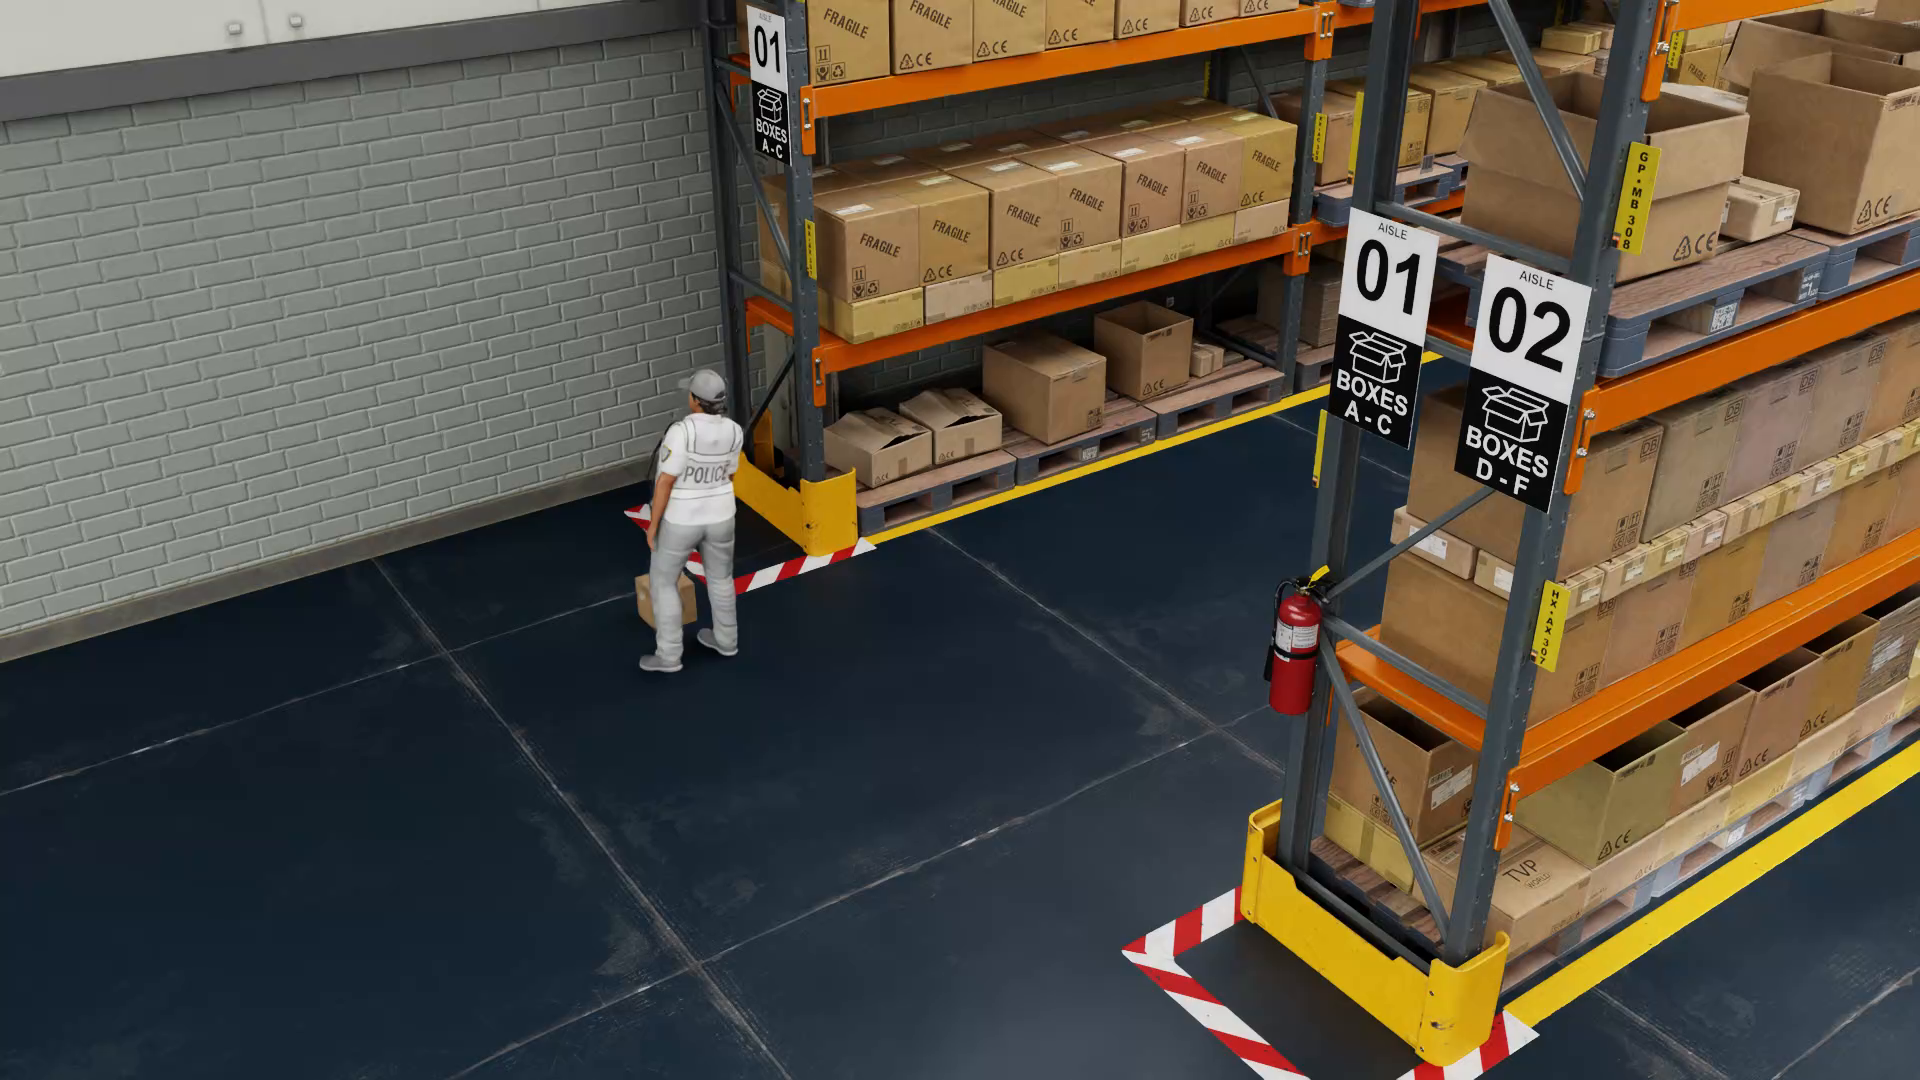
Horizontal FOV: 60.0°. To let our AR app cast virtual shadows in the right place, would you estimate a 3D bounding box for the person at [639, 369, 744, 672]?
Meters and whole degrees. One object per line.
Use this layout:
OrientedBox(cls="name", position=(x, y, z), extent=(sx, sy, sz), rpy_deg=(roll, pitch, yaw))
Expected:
OrientedBox(cls="person", position=(-1.433, -0.083, 8.764), extent=(0.662, 1.668, 0.382), rpy_deg=(-18, 34, -30))
